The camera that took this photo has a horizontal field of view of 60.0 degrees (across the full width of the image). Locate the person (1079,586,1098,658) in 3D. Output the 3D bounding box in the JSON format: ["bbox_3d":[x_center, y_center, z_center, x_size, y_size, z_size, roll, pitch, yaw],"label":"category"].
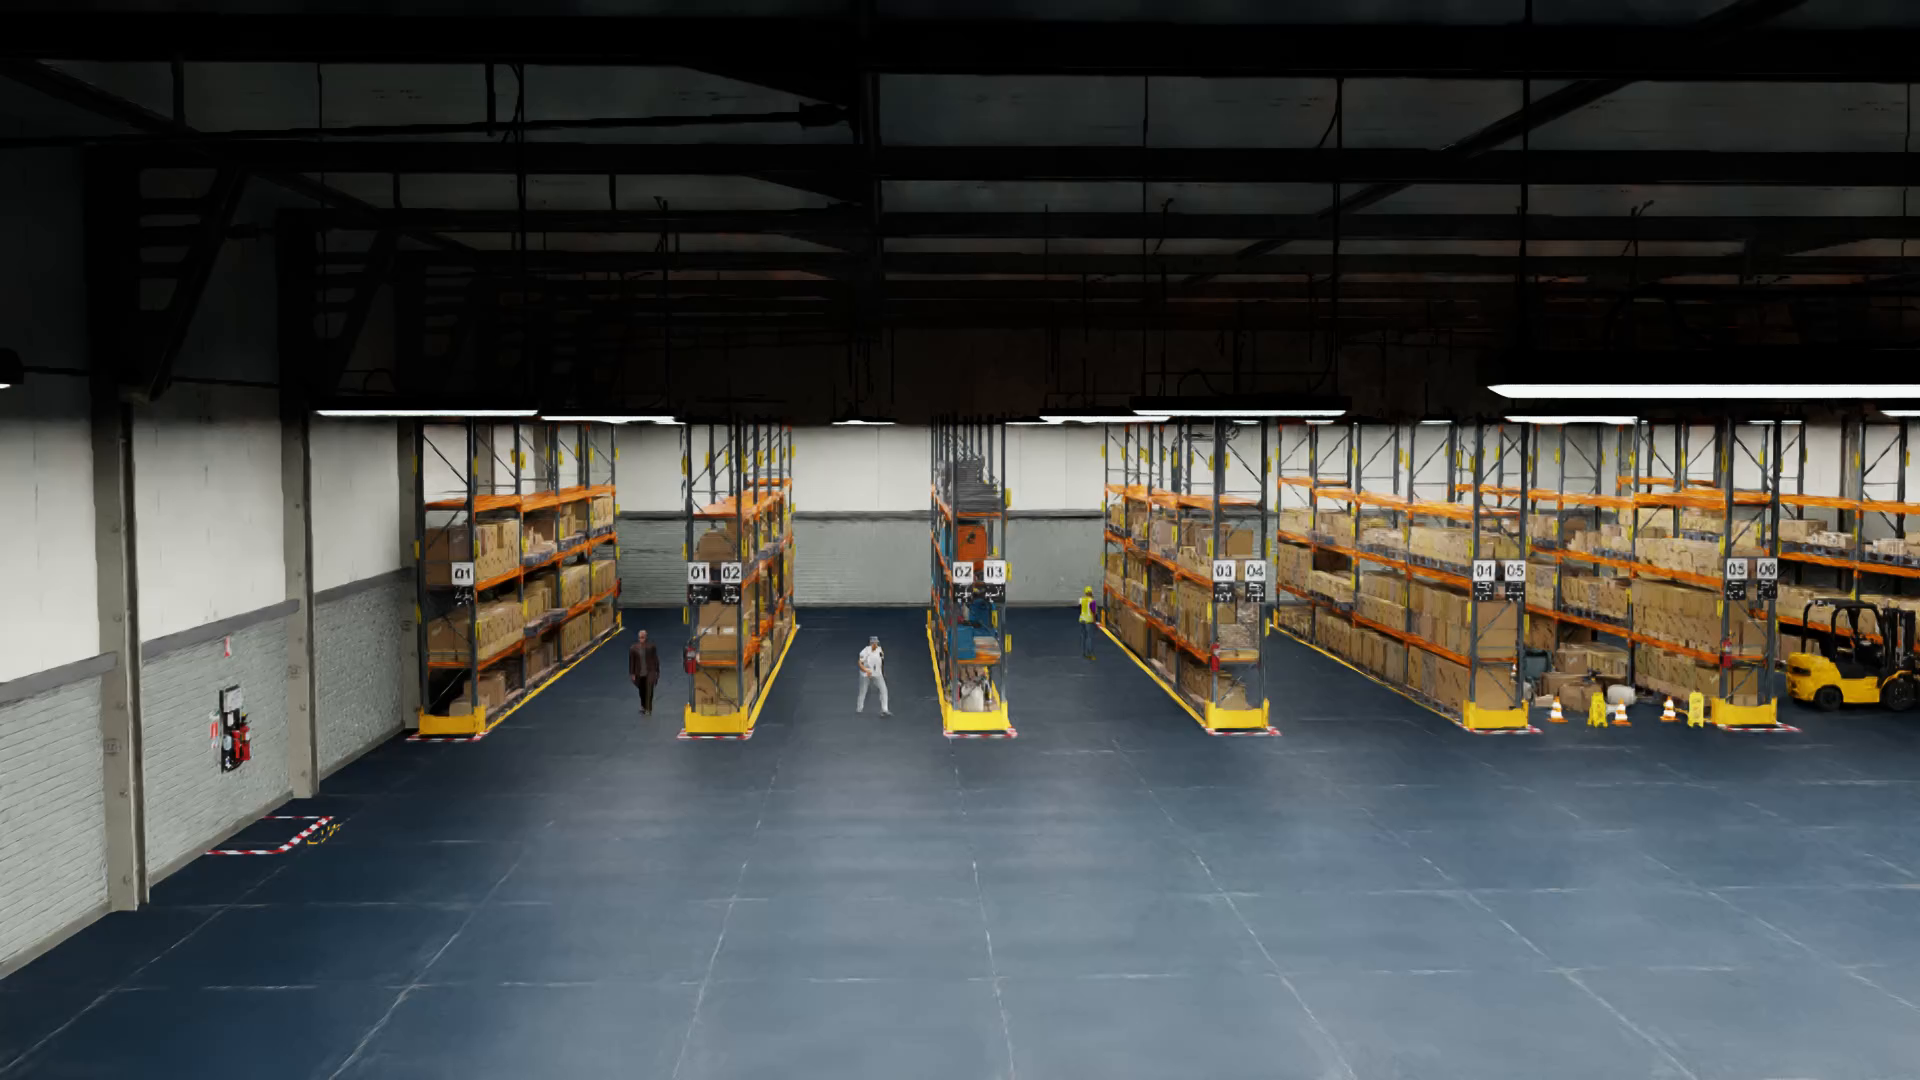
[{"bbox_3d":[3.213,2.019,41.196,0.447,1.771,0.632,-3,5,-33],"label":"person"}]

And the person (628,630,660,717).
[{"bbox_3d":[-6.257,2.613,32.862,0.599,1.696,1.174,0,4,0],"label":"person"}]

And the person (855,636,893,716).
[{"bbox_3d":[-1.732,2.671,33.020,0.656,1.597,0.818,-1,4,-19],"label":"person"}]
